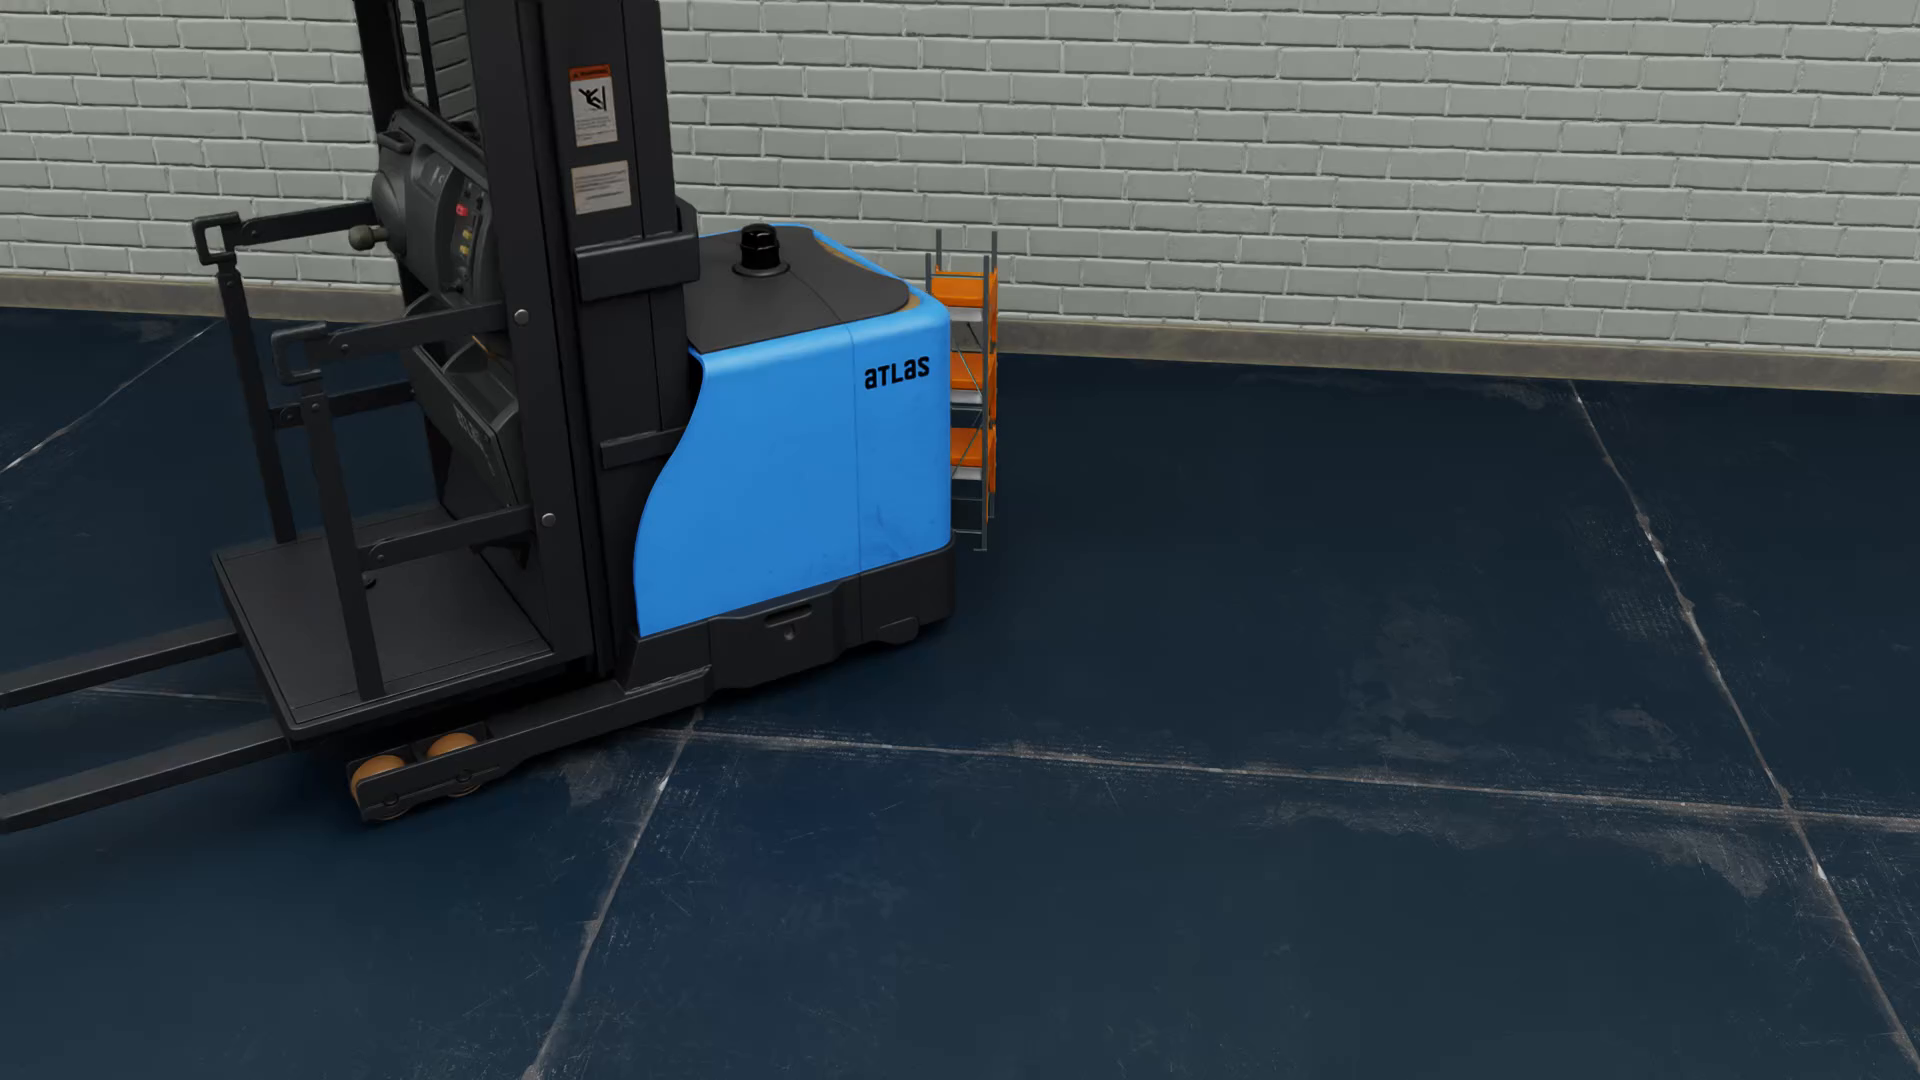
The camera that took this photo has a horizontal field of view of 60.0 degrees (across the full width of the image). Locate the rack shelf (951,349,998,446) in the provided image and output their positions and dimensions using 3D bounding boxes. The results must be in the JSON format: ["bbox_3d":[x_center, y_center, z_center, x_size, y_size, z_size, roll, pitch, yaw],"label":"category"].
[{"bbox_3d":[0.007,-0.478,5.553,0.215,0.259,0.240,3,28,6],"label":"rack shelf"}]

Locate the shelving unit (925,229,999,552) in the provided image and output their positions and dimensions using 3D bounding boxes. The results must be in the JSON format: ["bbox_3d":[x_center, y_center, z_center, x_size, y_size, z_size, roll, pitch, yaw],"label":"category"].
[{"bbox_3d":[0.007,-0.487,5.548,0.215,1.050,0.252,3,28,6],"label":"shelving unit"}]

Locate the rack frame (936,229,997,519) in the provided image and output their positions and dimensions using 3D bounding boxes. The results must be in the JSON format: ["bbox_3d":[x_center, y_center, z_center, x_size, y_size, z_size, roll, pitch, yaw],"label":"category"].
[{"bbox_3d":[0.022,-0.545,5.654,0.200,1.050,0.008,3,28,6],"label":"rack frame"}]

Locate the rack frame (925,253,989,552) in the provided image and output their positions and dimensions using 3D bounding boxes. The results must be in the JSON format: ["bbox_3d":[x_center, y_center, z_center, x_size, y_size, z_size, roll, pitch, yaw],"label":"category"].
[{"bbox_3d":[-0.008,-0.430,5.441,0.200,1.050,0.008,3,28,6],"label":"rack frame"}]

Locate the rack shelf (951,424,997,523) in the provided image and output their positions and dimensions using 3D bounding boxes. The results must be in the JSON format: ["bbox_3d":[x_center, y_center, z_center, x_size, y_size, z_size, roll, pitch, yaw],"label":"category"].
[{"bbox_3d":[0.007,-0.233,5.685,0.215,0.259,0.240,3,28,6],"label":"rack shelf"}]

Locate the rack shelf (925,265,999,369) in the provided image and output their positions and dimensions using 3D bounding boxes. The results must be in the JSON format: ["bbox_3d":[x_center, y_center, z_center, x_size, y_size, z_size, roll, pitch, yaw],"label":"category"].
[{"bbox_3d":[0.007,-0.728,5.418,0.215,0.259,0.240,3,28,6],"label":"rack shelf"}]

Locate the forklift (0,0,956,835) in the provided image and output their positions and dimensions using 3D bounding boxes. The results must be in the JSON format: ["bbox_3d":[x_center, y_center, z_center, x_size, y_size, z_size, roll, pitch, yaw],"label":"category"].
[{"bbox_3d":[-1.536,-0.840,4.218,3.031,2.935,1.130,-16,32,-28],"label":"forklift"}]
